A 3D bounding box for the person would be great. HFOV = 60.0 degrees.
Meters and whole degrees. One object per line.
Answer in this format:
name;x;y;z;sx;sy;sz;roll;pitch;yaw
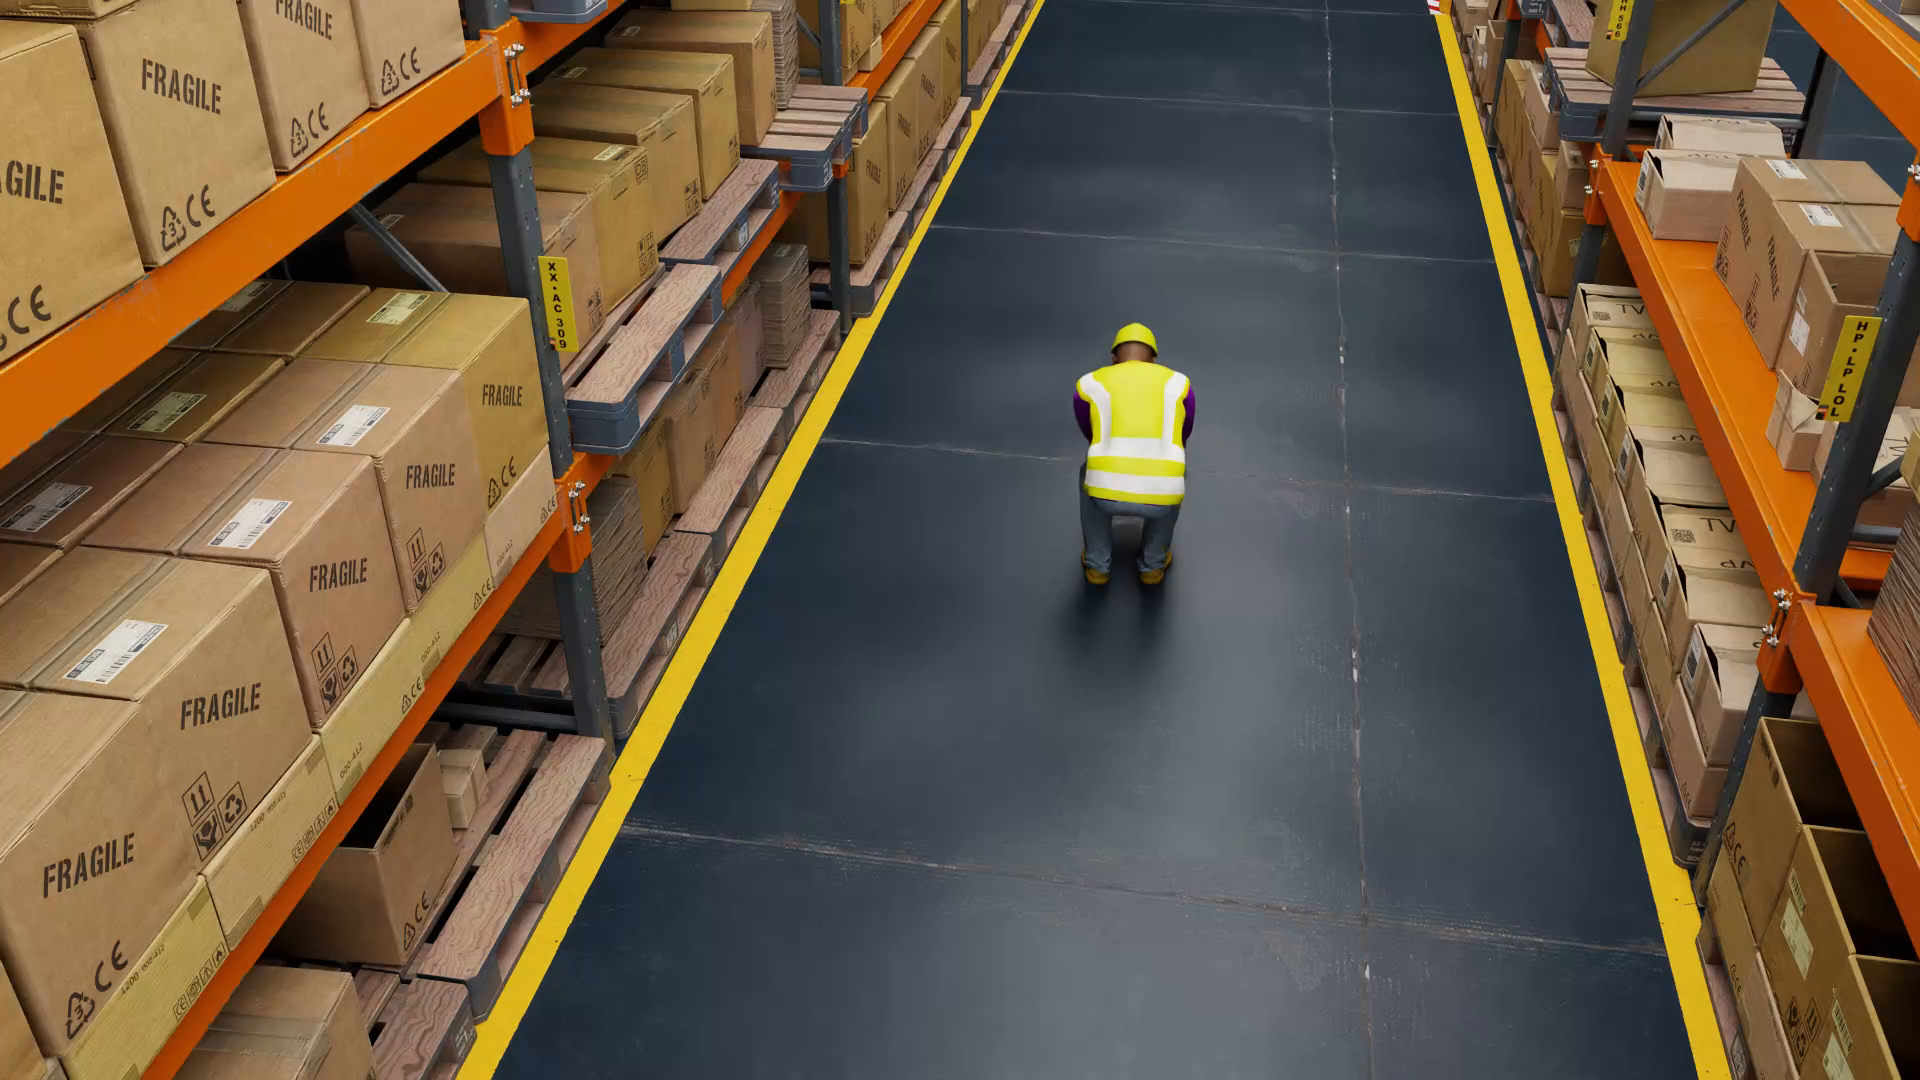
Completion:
person;0.756;-0.355;7.393;0.536;1.011;0.904;4;32;7
